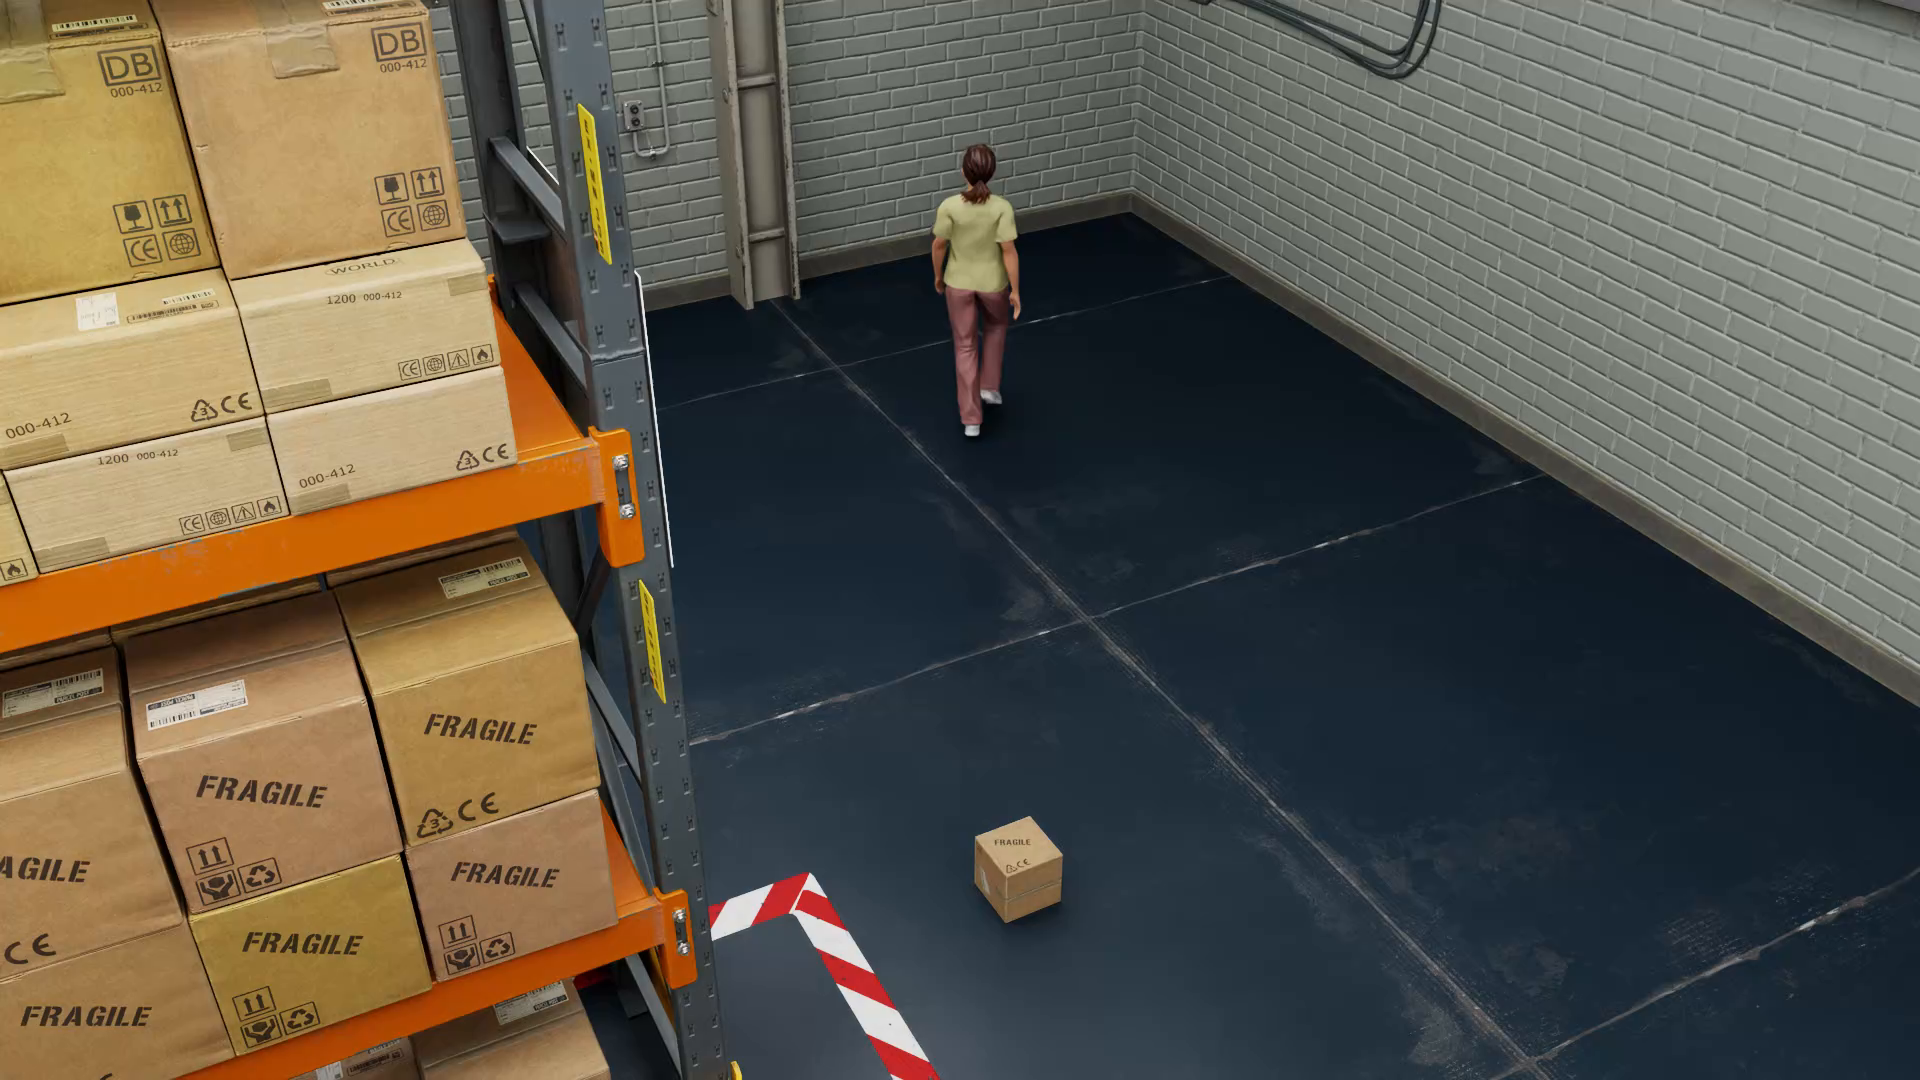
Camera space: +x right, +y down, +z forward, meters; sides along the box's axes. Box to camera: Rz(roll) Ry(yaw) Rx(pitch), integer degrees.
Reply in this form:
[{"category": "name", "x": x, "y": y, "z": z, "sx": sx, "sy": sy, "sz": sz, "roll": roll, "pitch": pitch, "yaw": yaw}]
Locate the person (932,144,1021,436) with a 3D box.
[{"category": "person", "x": 0.089, "y": -1.394, "z": 9.294, "sx": 0.489, "sy": 1.722, "sz": 0.579, "roll": 0, "pitch": 33, "yaw": -1}]
